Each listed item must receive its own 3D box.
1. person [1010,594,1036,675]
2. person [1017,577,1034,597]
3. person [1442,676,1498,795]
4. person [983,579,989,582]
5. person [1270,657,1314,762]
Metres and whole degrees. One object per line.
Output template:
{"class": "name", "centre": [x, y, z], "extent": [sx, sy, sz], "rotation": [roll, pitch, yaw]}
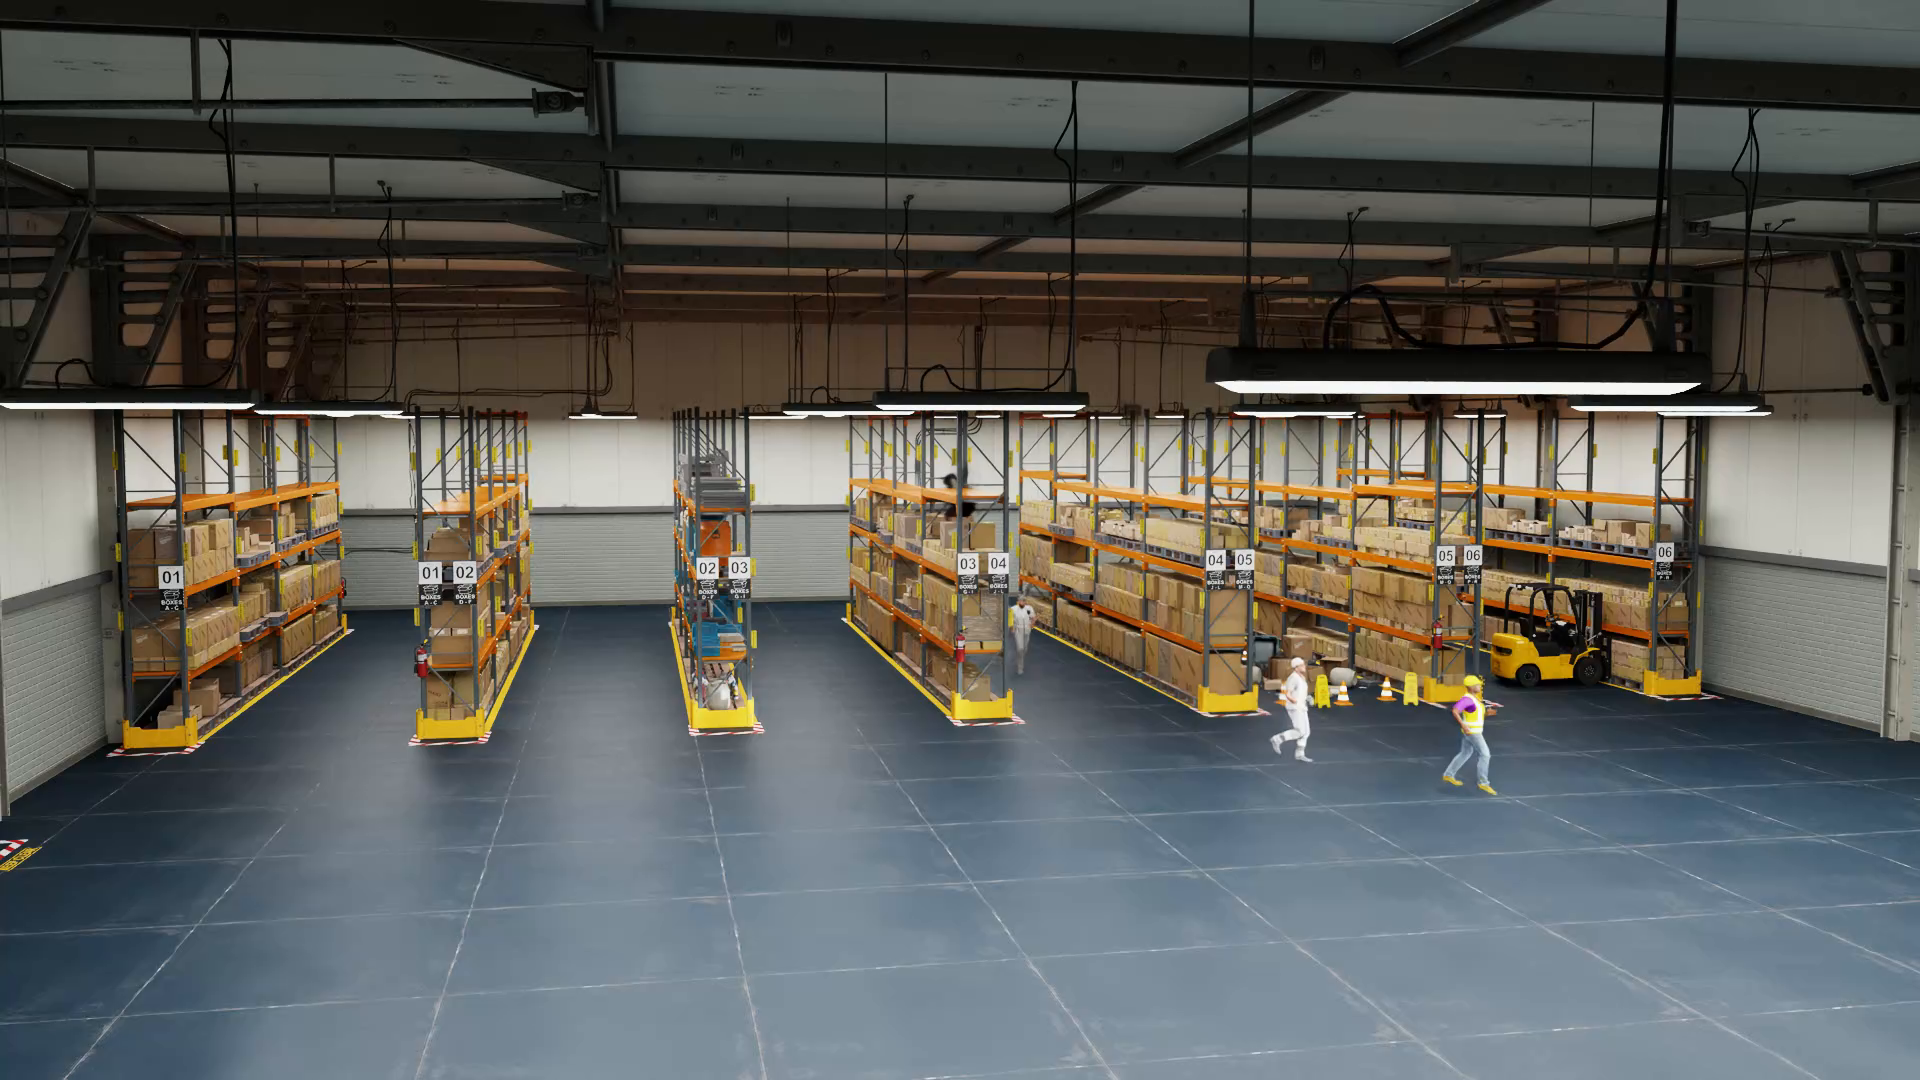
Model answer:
{"class": "person", "centre": [1.421, 2.125, 38.096], "extent": [0.655, 1.827, 0.854], "rotation": [-1, 4, -15]}
{"class": "person", "centre": [2.054, 1.357, 49.844], "extent": [0.704, 1.749, 0.653], "rotation": [-1, 4, -18]}
{"class": "person", "centre": [7.897, 3.002, 25.703], "extent": [0.820, 1.821, 0.677], "rotation": [1, 4, 16]}
{"class": "person", "centre": [0.698, 1.524, 47.162], "extent": [0.671, 1.729, 0.858], "rotation": [0, 4, -5]}
{"class": "person", "centre": [5.641, 2.856, 28.135], "extent": [0.700, 1.765, 0.657], "rotation": [2, 5, 26]}
